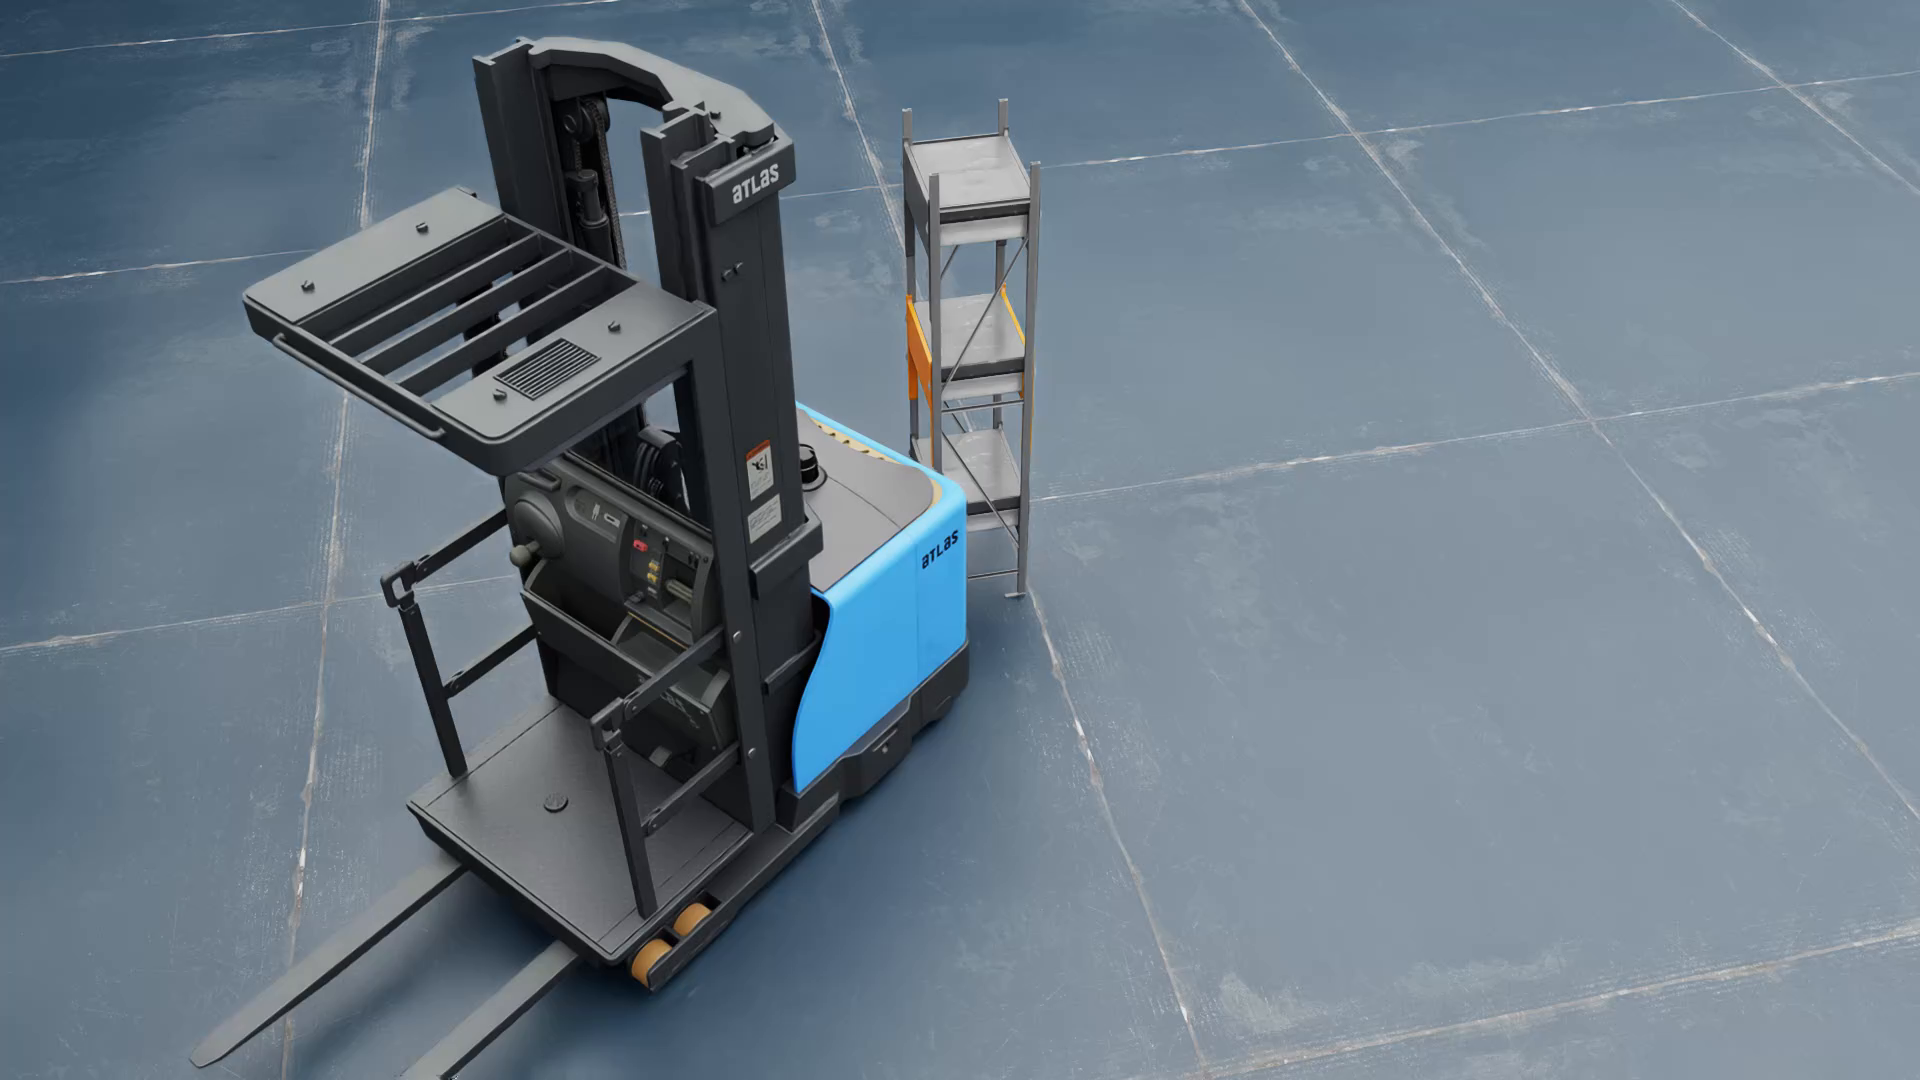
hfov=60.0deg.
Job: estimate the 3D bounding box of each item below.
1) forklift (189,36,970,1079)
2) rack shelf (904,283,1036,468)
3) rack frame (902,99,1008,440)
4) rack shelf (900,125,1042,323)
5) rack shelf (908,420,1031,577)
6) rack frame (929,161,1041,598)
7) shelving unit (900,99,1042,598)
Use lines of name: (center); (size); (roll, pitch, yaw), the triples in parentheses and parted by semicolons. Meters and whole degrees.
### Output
forklift: (-1.270, 0.081, 5.233); (1.130, 2.935, 3.031); (28, 49, 28)
rack shelf: (0.036, -0.668, 6.723); (0.431, 0.518, 0.480); (-8, 42, -9)
rack frame: (-0.017, -0.836, 6.892); (0.400, 2.100, 0.015); (-8, 42, -9)
rack shelf: (0.036, -1.191, 6.258); (0.431, 0.518, 0.480); (-8, 42, -9)
rack shelf: (0.036, -0.144, 7.188); (0.431, 0.518, 0.480); (-8, 42, -9)
rack frame: (0.088, -0.520, 6.536); (0.400, 2.100, 0.015); (-8, 42, -9)
shelving unit: (0.036, -0.678, 6.714); (0.431, 2.100, 0.503); (-8, 42, -9)
